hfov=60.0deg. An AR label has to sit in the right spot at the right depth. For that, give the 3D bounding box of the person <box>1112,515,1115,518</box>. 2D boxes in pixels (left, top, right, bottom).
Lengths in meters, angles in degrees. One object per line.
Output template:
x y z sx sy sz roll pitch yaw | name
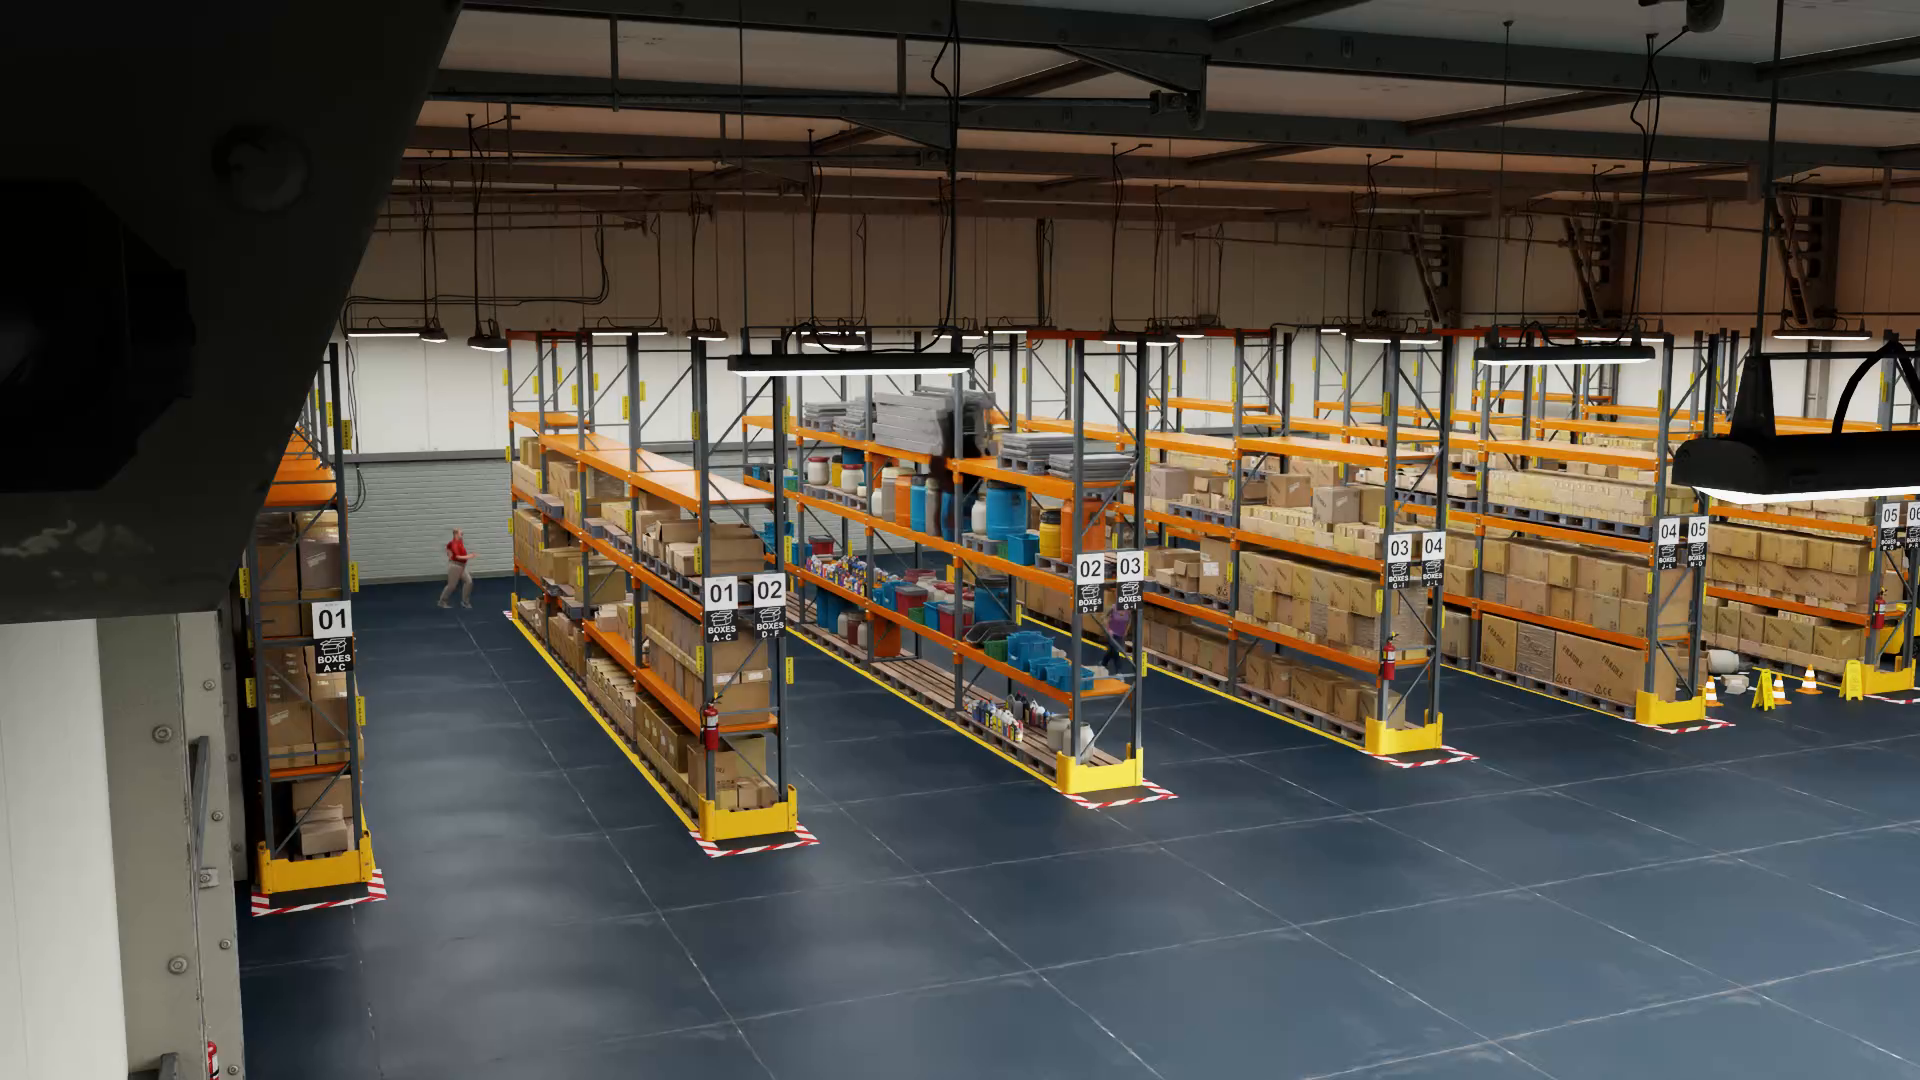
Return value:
3.603 0.263 38.498 0.567 1.717 0.694 -4 9 -30 | person

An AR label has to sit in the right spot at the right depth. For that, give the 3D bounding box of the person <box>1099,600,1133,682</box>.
2.575 1.581 27.734 0.527 1.497 0.867 -3 8 -20 | person

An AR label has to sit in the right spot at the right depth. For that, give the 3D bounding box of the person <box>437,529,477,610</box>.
-10.724 0.662 35.497 0.857 1.799 0.643 -1 8 -8 | person
